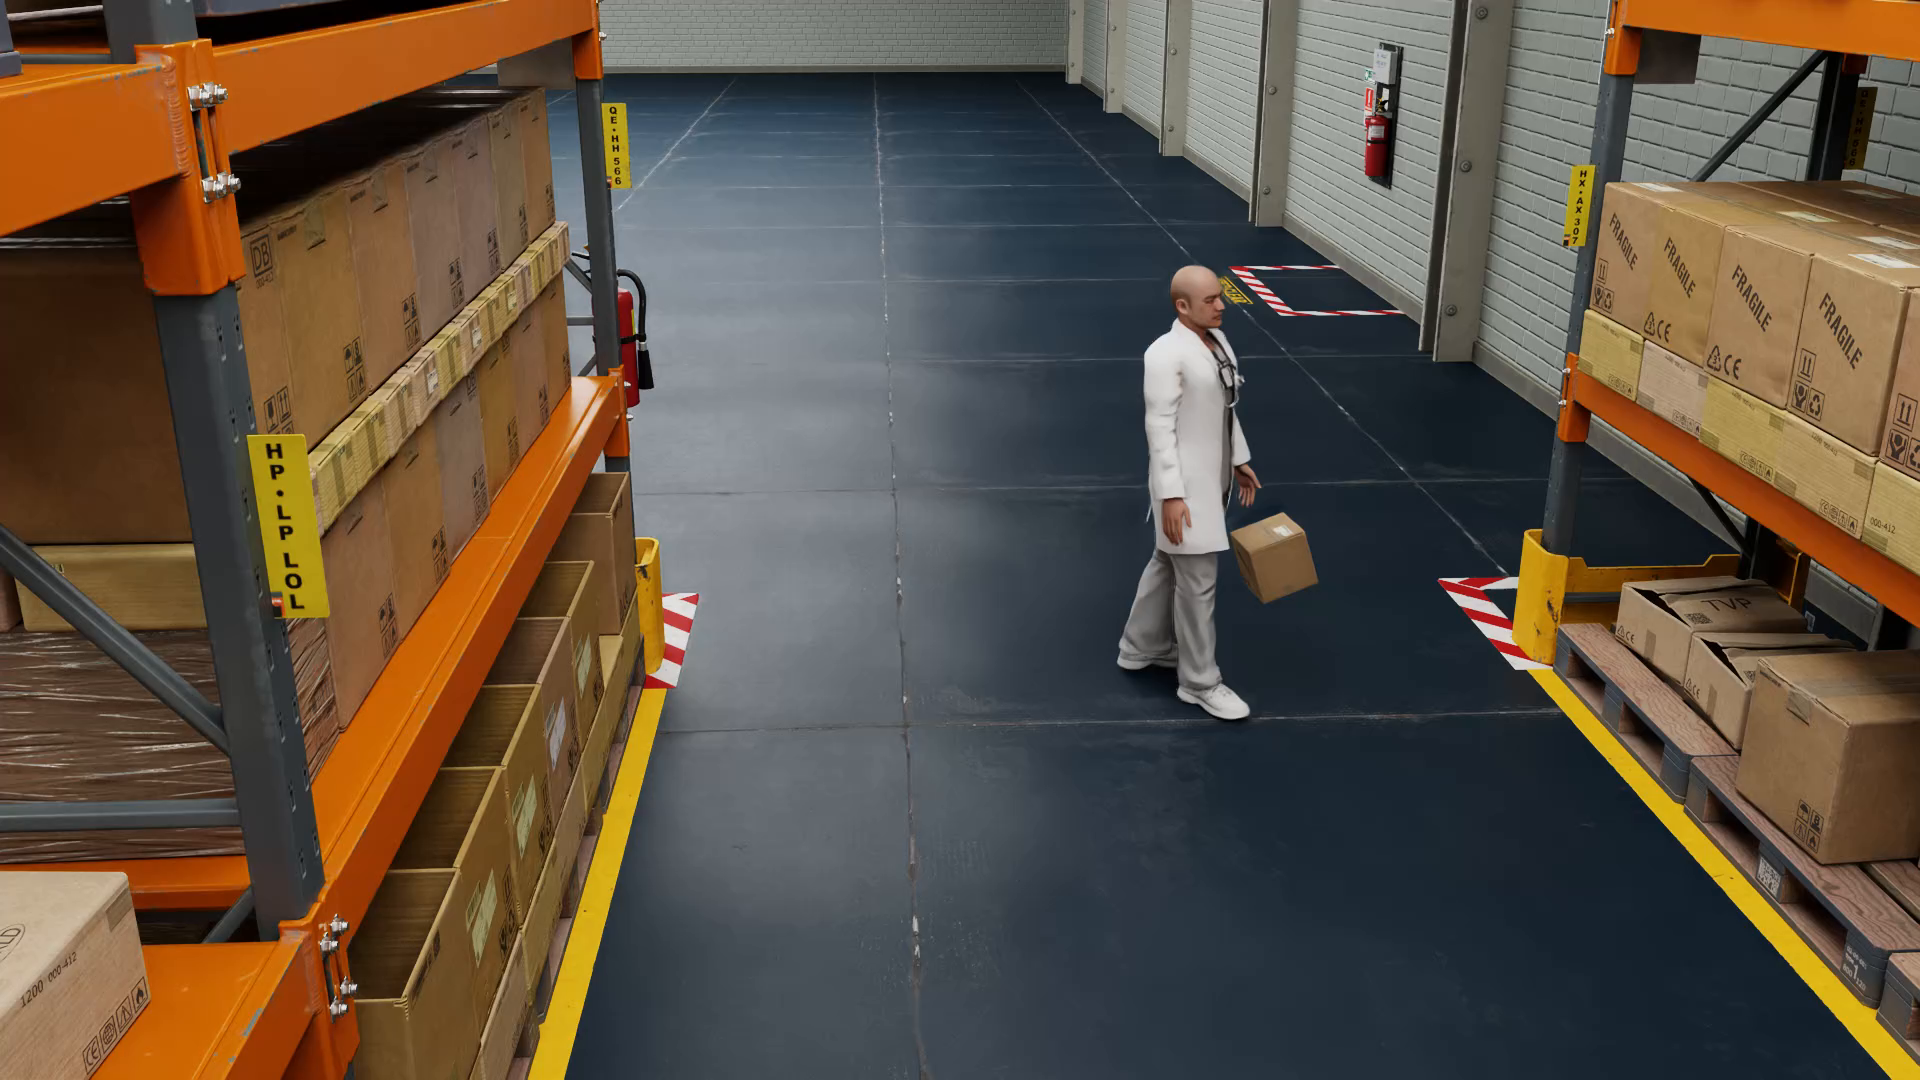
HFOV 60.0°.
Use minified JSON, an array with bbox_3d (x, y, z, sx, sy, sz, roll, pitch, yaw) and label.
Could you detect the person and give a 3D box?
[{"bbox_3d":[0.942,-0.205,6.652,0.689,1.775,0.664,11,23,28],"label":"person"}]
